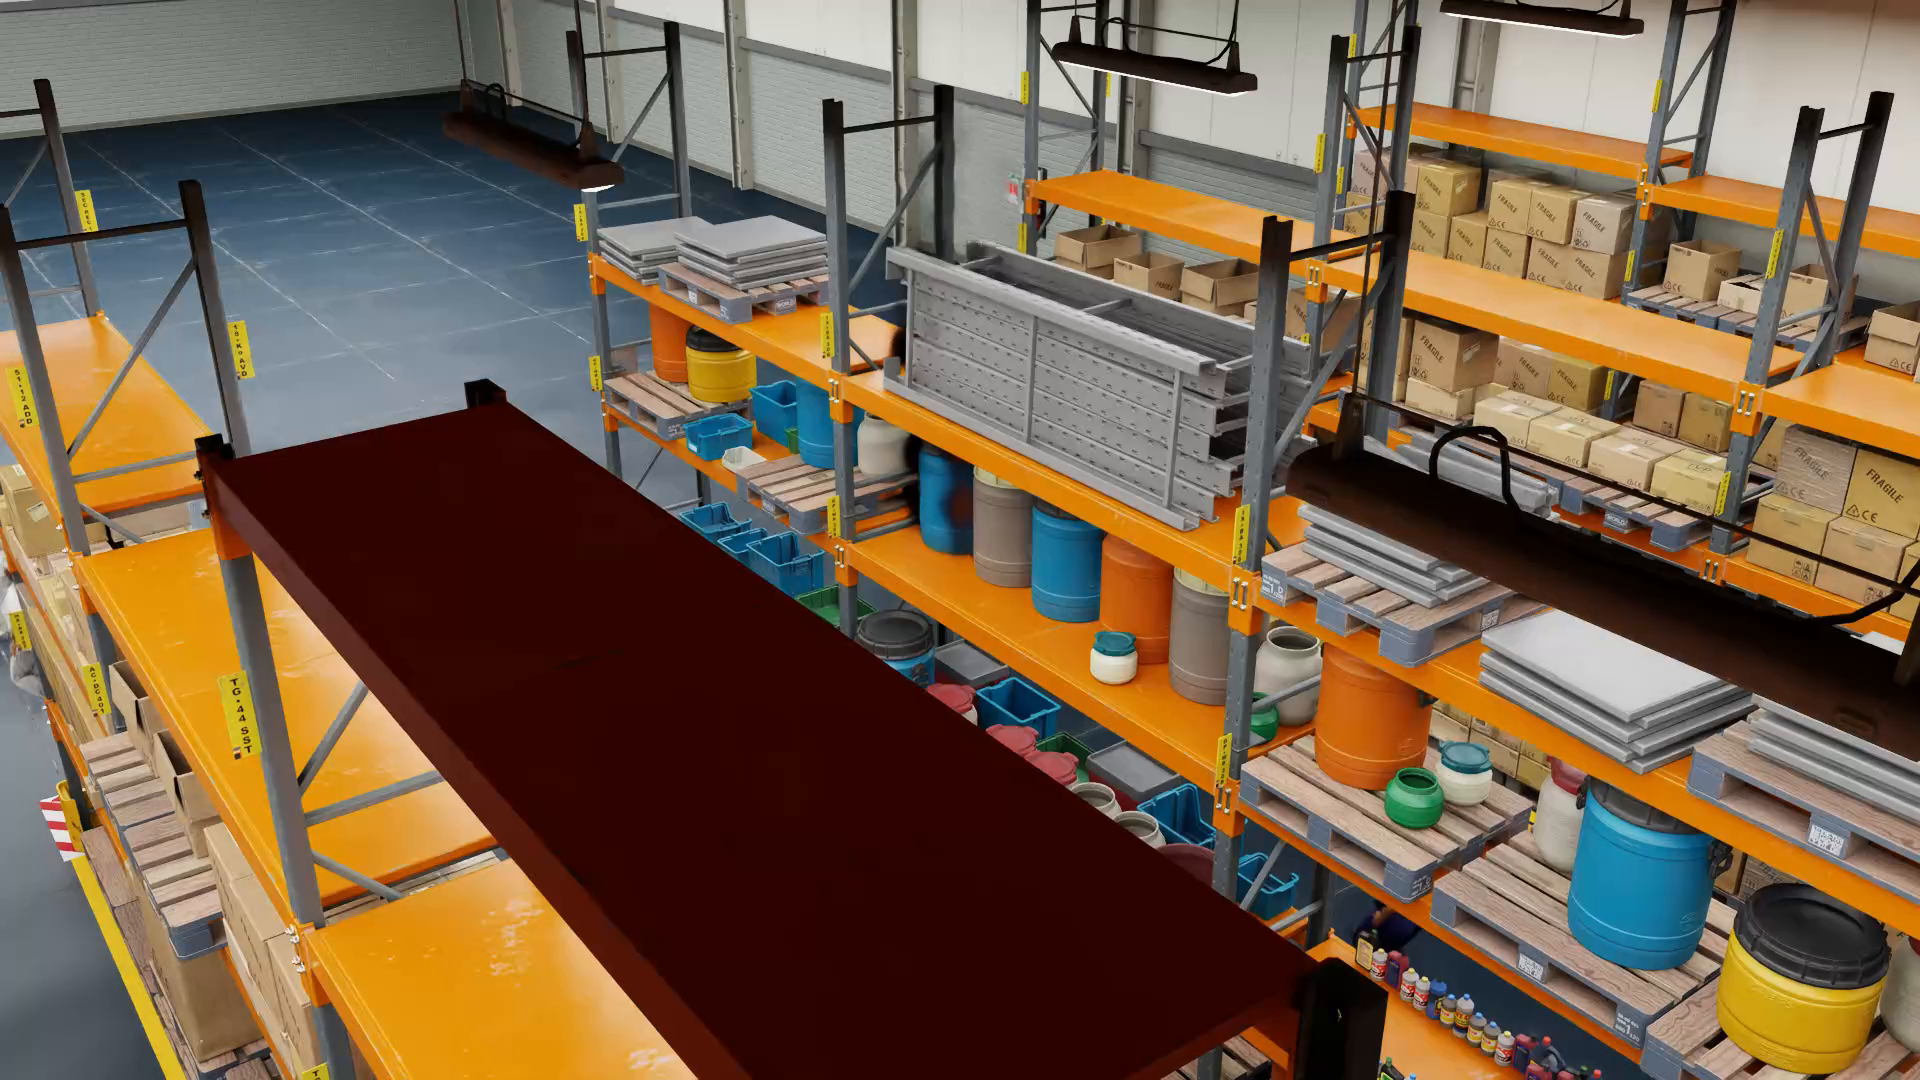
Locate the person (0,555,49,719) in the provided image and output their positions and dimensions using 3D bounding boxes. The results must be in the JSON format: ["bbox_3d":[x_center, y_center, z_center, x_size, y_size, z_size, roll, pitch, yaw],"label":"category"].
[{"bbox_3d":[-8.384,0.886,15.002,0.558,1.718,0.732,4,25,9],"label":"person"}]

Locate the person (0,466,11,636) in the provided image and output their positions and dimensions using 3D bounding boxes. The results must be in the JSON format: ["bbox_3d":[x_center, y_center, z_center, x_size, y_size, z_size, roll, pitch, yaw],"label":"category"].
[{"bbox_3d":[-9.417,0.106,16.619,0.966,1.831,0.697,-3,25,-7],"label":"person"}]

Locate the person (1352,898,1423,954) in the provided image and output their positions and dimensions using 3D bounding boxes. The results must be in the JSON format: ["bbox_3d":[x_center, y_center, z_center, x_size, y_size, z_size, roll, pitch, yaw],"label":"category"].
[{"bbox_3d":[3.037,2.581,11.518,0.593,1.600,0.527,-18,30,-33],"label":"person"}]
